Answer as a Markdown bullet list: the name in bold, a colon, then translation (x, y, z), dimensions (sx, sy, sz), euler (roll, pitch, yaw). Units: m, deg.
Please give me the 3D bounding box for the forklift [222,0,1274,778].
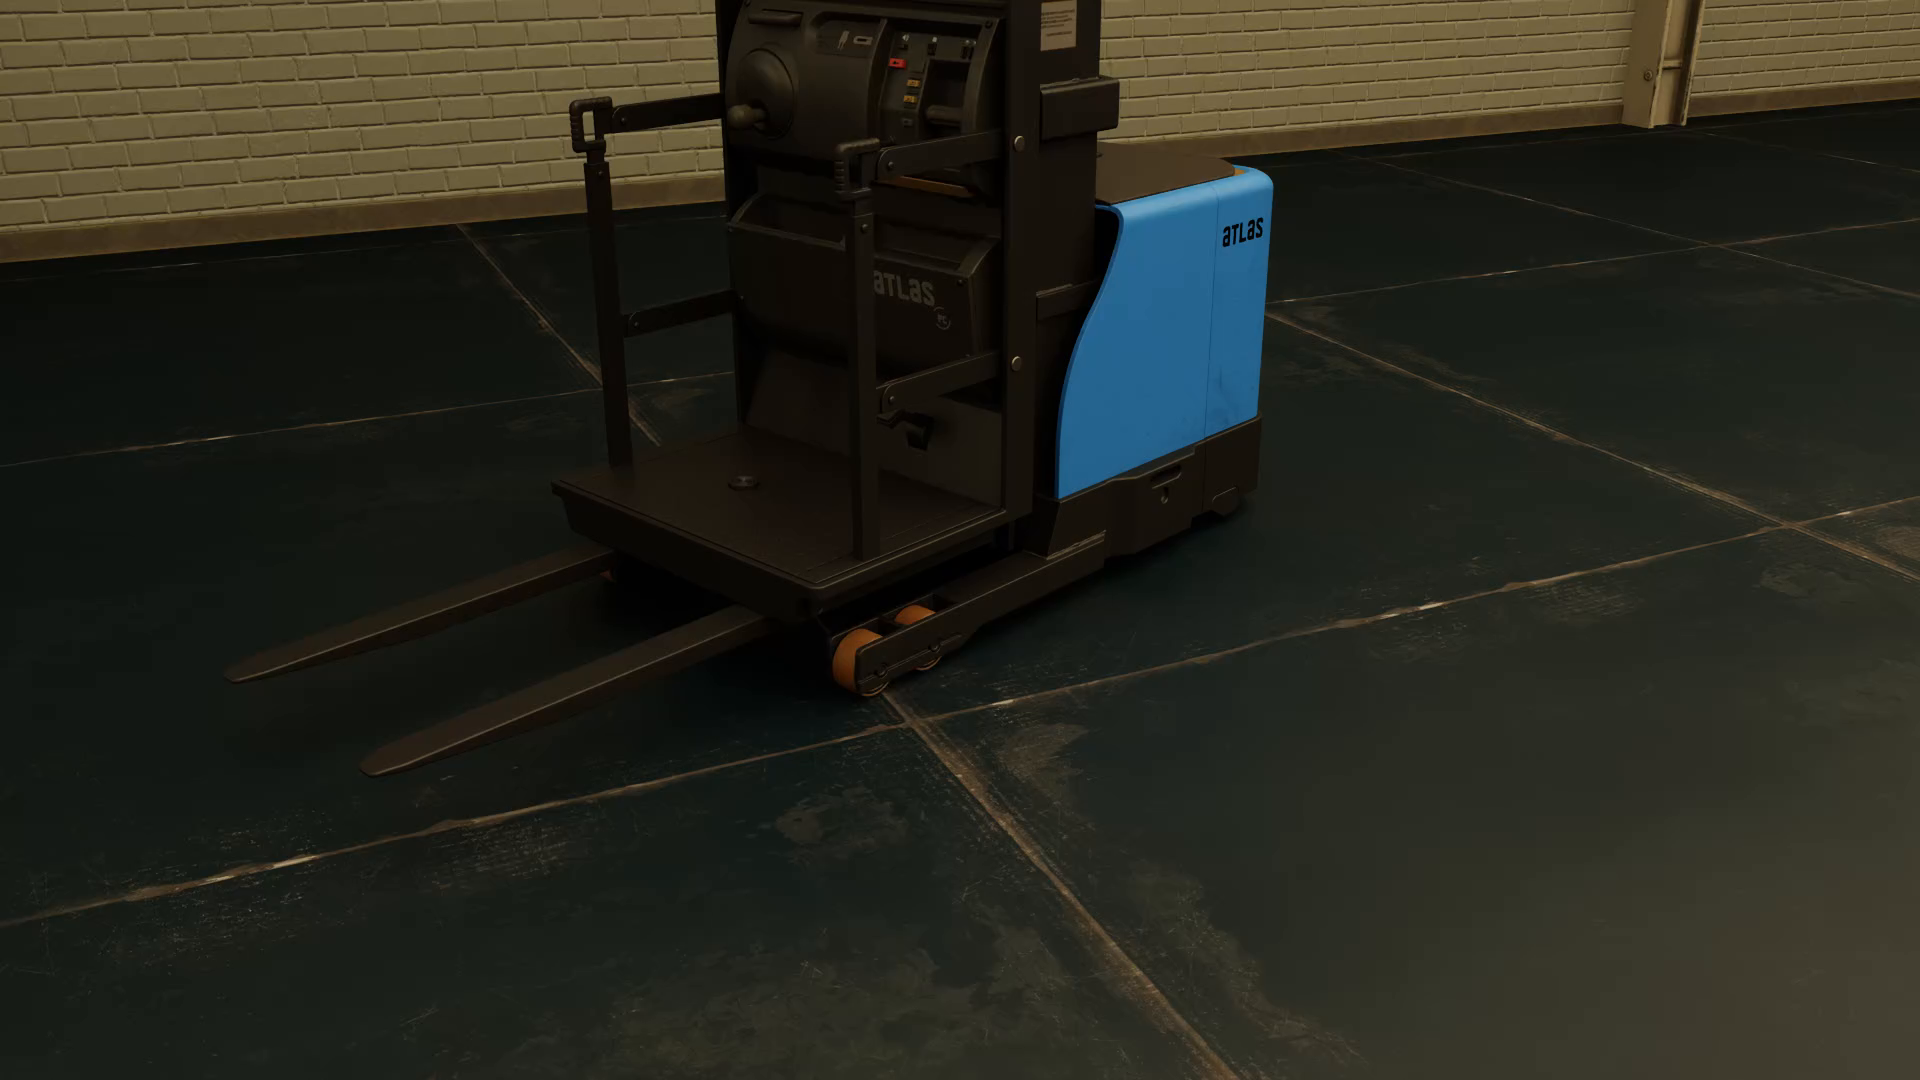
- **forklift**: translation (-0.413, -1.182, 4.131), dimensions (1.130, 2.935, 3.031), euler (19, 29, 39)
